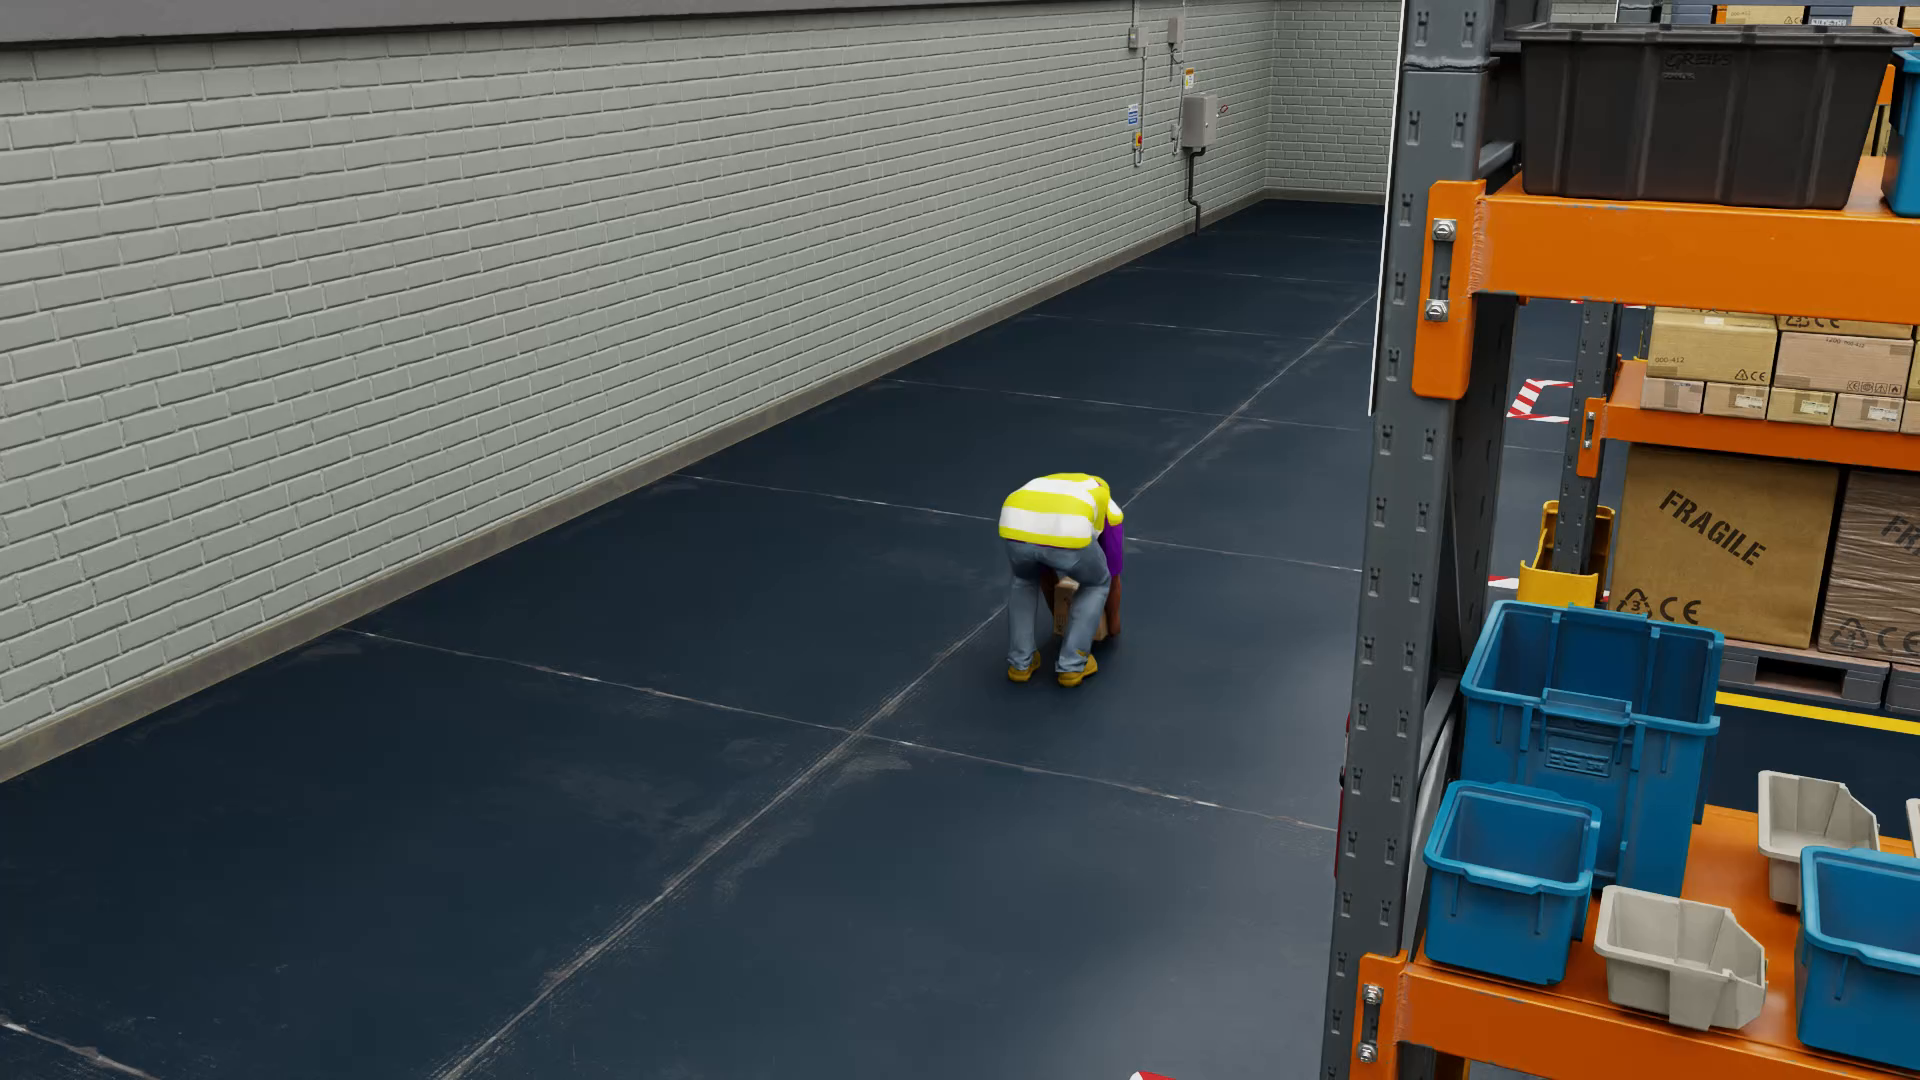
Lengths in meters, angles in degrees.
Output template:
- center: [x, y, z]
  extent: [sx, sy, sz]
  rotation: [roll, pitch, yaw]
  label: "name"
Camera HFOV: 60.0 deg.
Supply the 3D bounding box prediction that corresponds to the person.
- center: [0.494, 0.123, 7.874]
  extent: [0.493, 0.980, 0.974]
  rotation: [7, 20, 20]
  label: "person"
